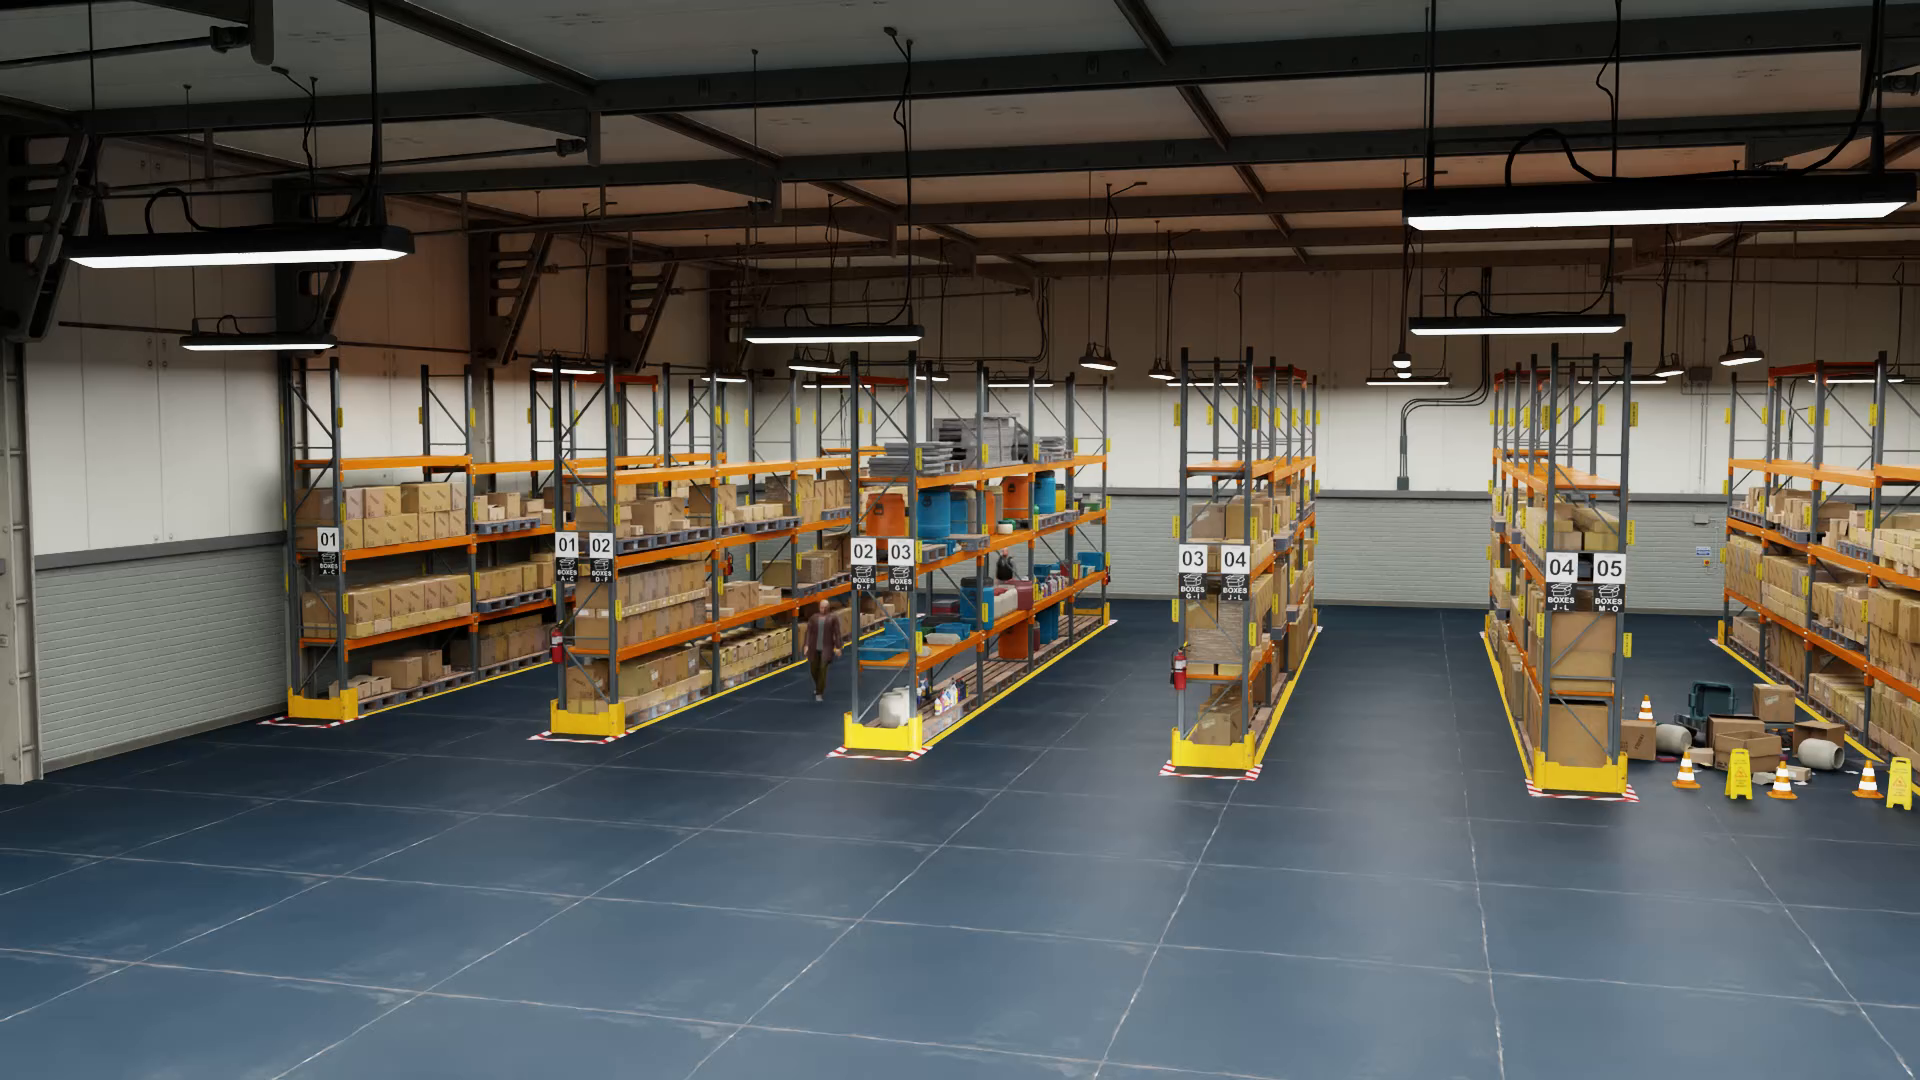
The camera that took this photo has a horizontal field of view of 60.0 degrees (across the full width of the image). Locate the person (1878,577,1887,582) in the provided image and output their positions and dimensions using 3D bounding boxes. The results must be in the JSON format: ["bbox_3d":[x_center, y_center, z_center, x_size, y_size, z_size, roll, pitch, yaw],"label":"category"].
[{"bbox_3d":[19.662,1.557,35.358,0.497,1.686,1.018,-2,5,-27],"label":"person"}]

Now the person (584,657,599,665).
[{"bbox_3d":[-6.614,1.978,30.207,0.571,1.647,0.572,0,4,6],"label":"person"}]

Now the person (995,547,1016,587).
[{"bbox_3d":[1.152,1.020,42.737,0.596,1.663,1.074,1,4,16],"label":"person"}]

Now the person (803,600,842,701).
[{"bbox_3d":[-2.450,1.974,29.729,0.675,1.816,0.728,1,4,10],"label":"person"}]
